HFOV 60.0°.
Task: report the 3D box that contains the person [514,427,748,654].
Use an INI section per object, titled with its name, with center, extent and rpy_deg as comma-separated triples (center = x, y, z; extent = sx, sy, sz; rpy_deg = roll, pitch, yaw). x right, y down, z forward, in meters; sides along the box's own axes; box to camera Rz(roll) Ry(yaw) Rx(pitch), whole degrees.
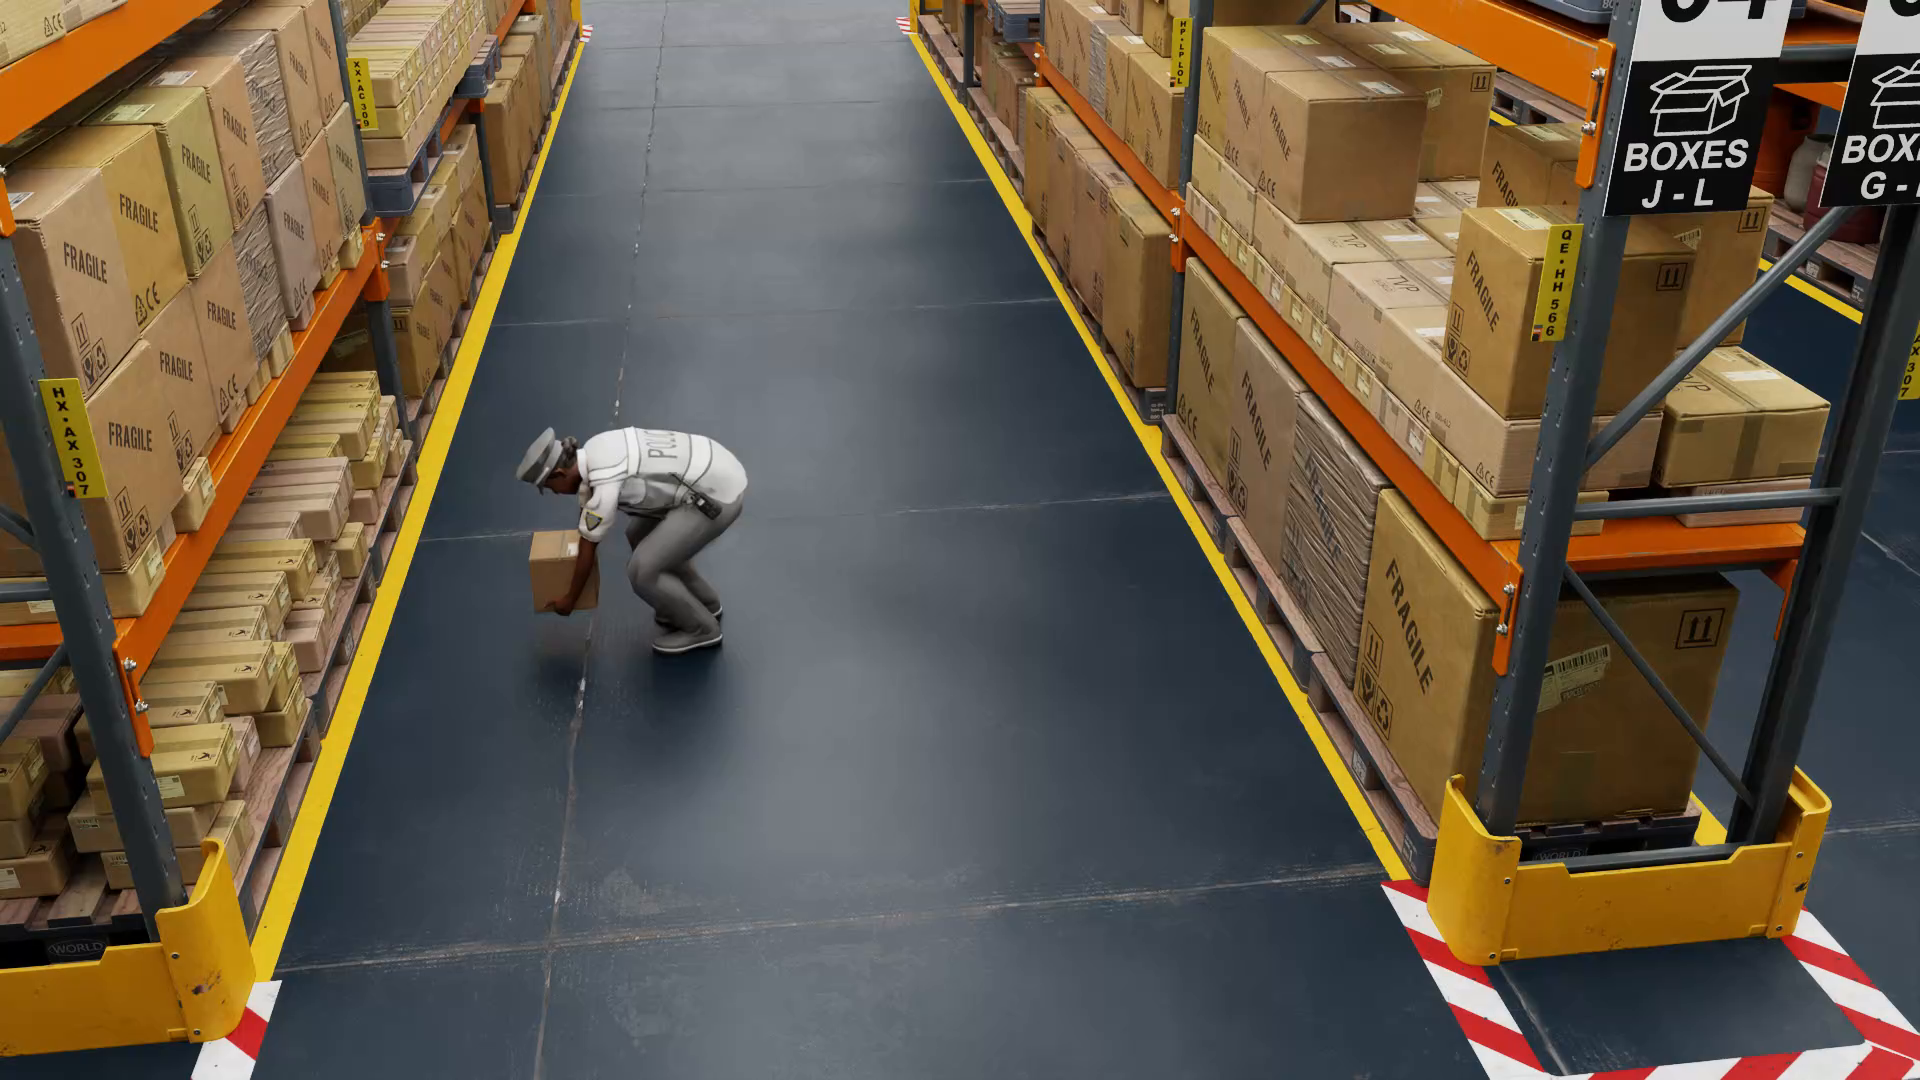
[person]
center = -1.339, -0.026, 6.909
extent = 0.924, 0.989, 0.470
rpy_deg = -5, 28, -9
